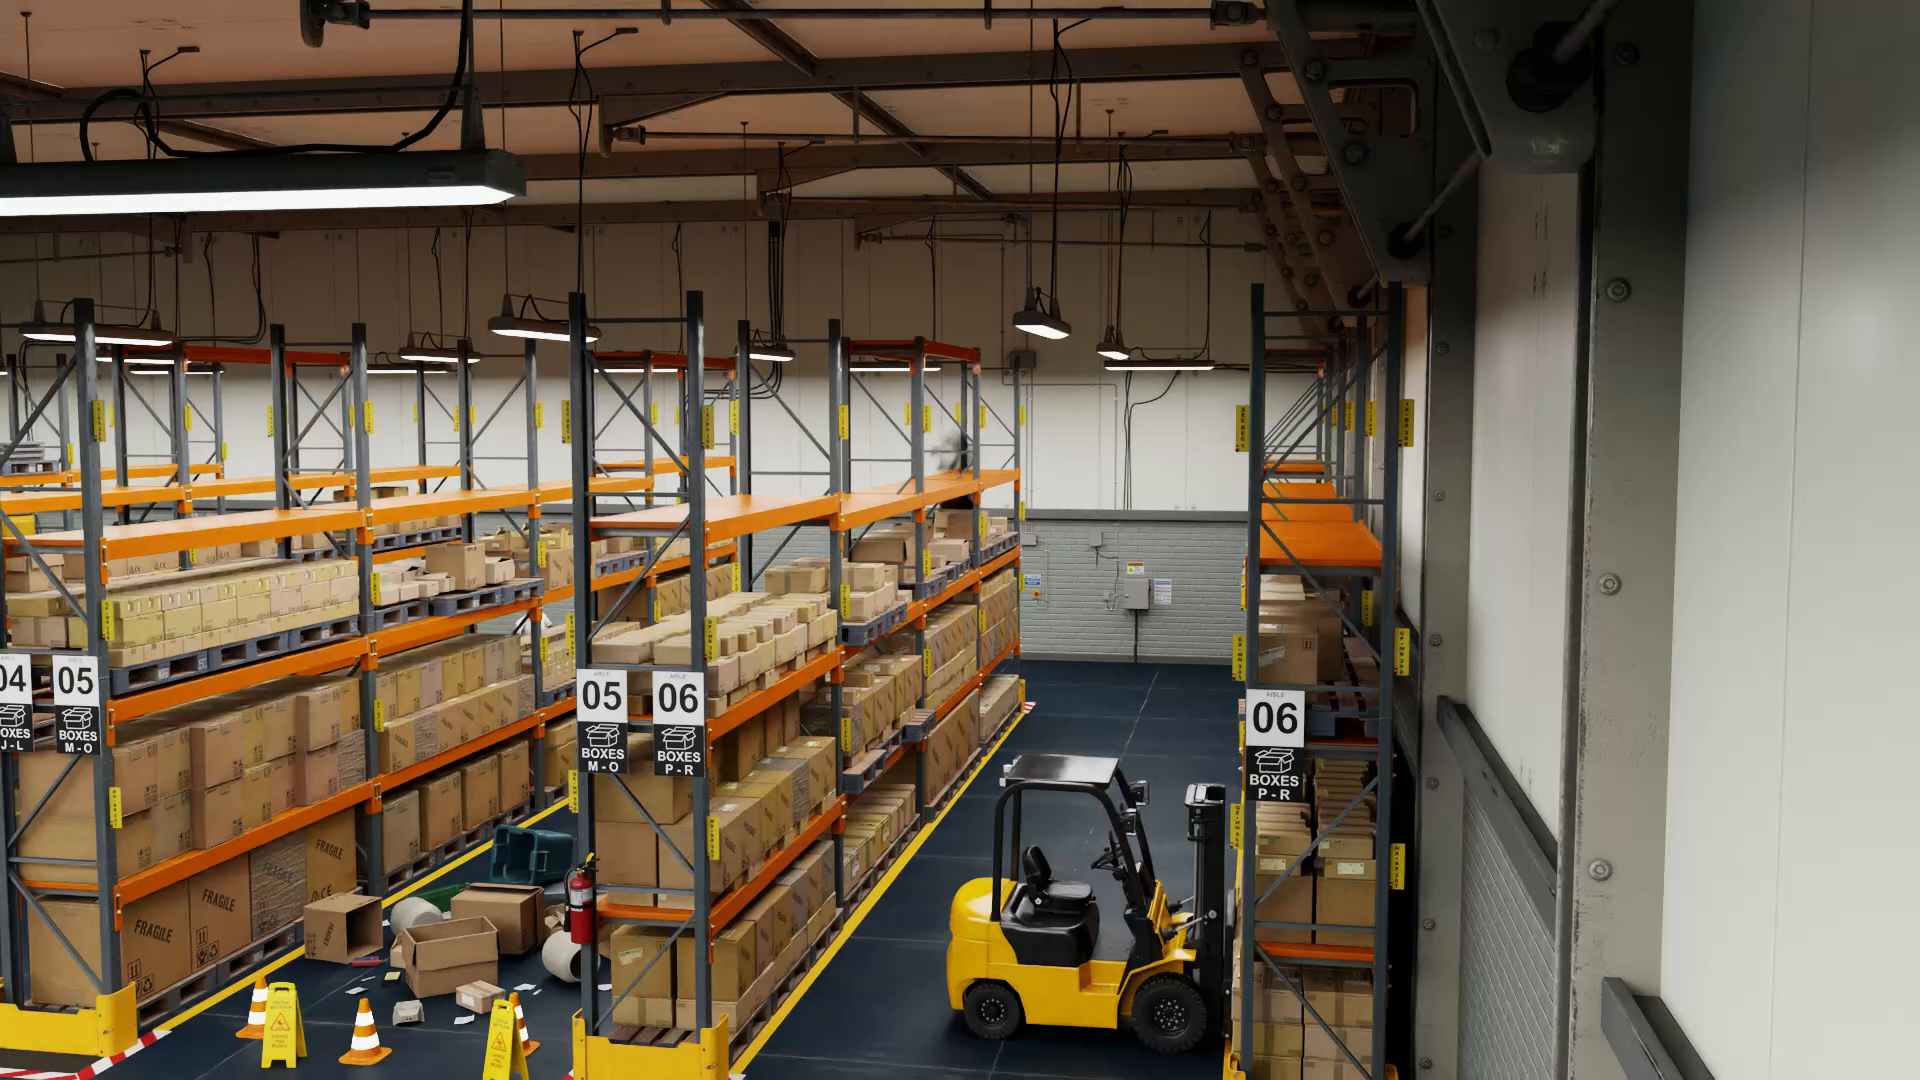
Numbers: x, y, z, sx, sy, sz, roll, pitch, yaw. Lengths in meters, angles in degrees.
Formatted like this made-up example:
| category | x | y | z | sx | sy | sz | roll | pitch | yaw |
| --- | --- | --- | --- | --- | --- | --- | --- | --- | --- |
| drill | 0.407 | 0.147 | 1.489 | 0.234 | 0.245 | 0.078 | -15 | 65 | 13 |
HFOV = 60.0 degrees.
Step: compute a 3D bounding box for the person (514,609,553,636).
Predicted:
| category | x | y | z | sx | sy | sz | roll | pitch | yaw |
| --- | --- | --- | --- | --- | --- | --- | --- | --- | --- |
| person | -18.098 | -0.350 | 12.574 | 33.056 | 8.997 | 23.658 | -2 | 5 | -22 |
